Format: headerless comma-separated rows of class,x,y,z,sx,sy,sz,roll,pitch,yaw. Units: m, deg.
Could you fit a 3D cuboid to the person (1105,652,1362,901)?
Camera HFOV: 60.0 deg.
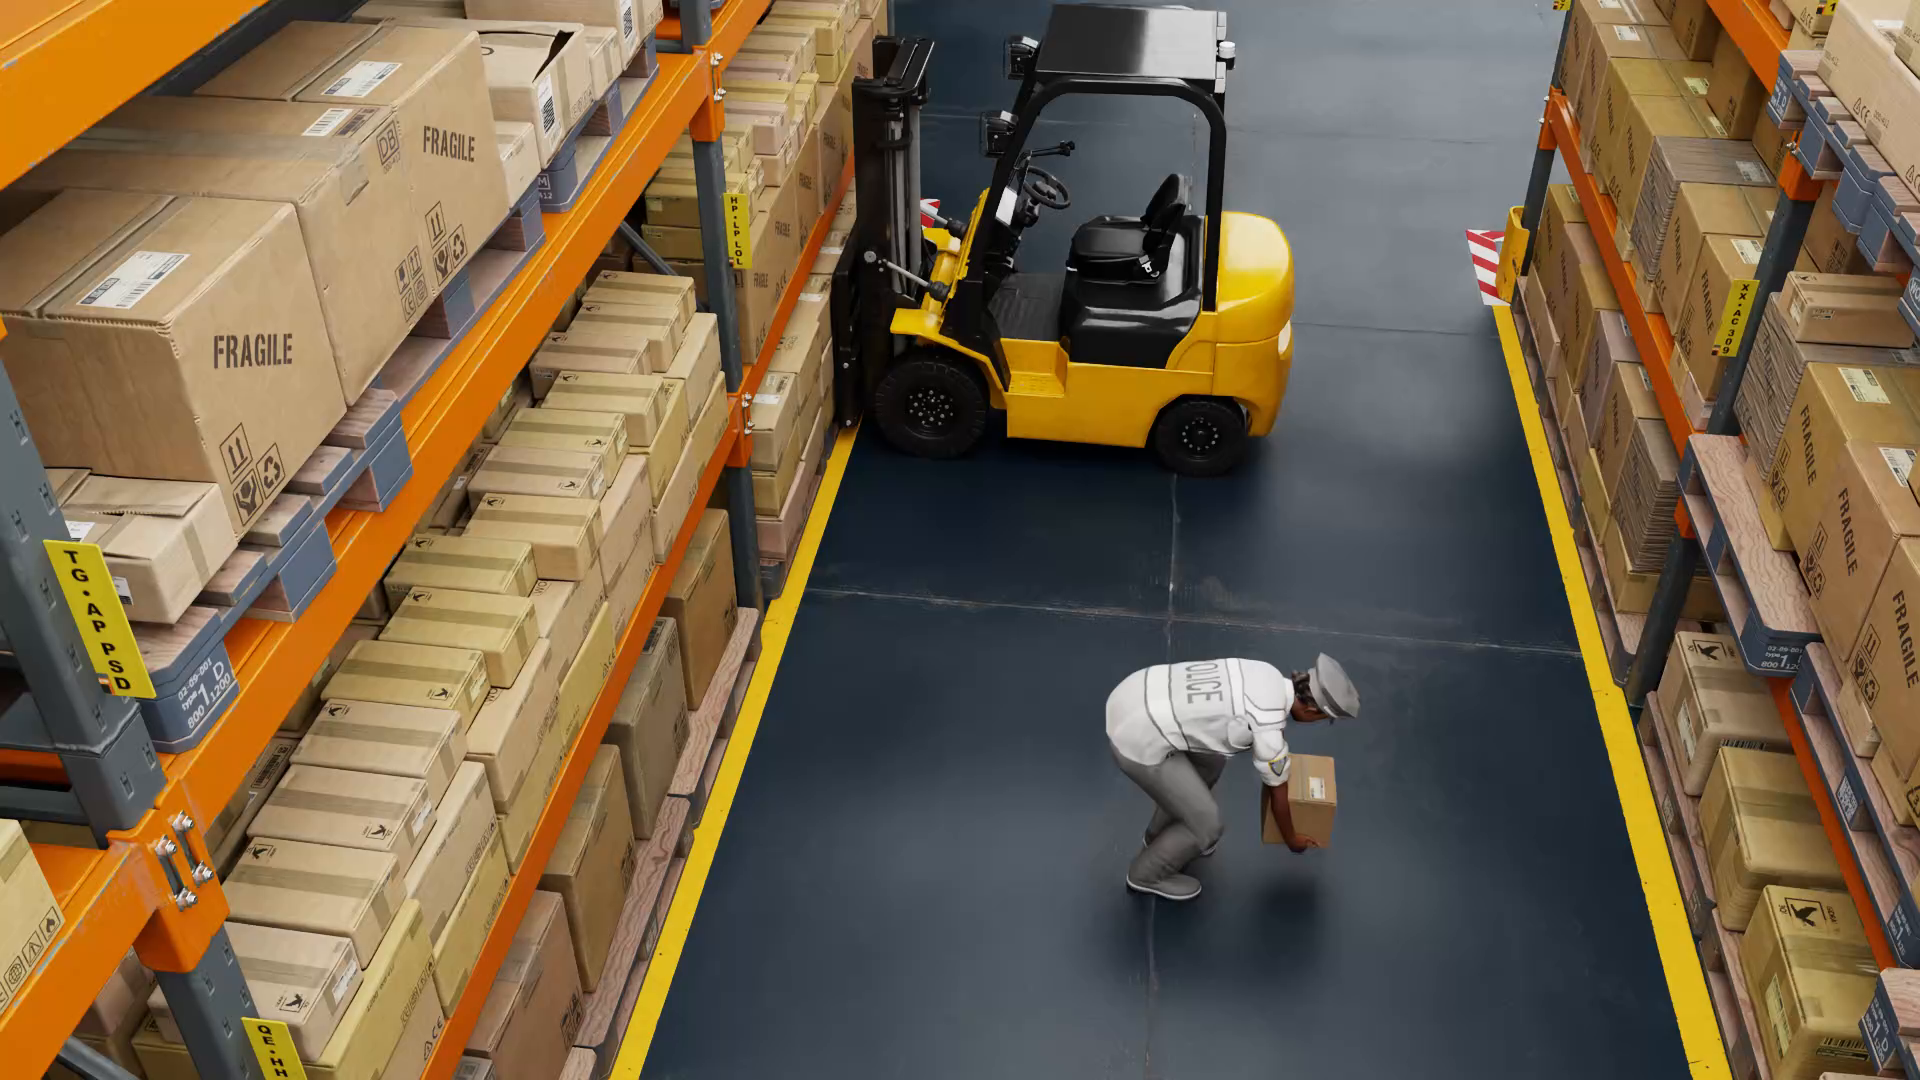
person,1.008,0.885,6.331,0.931,1.080,0.445,3,36,4
